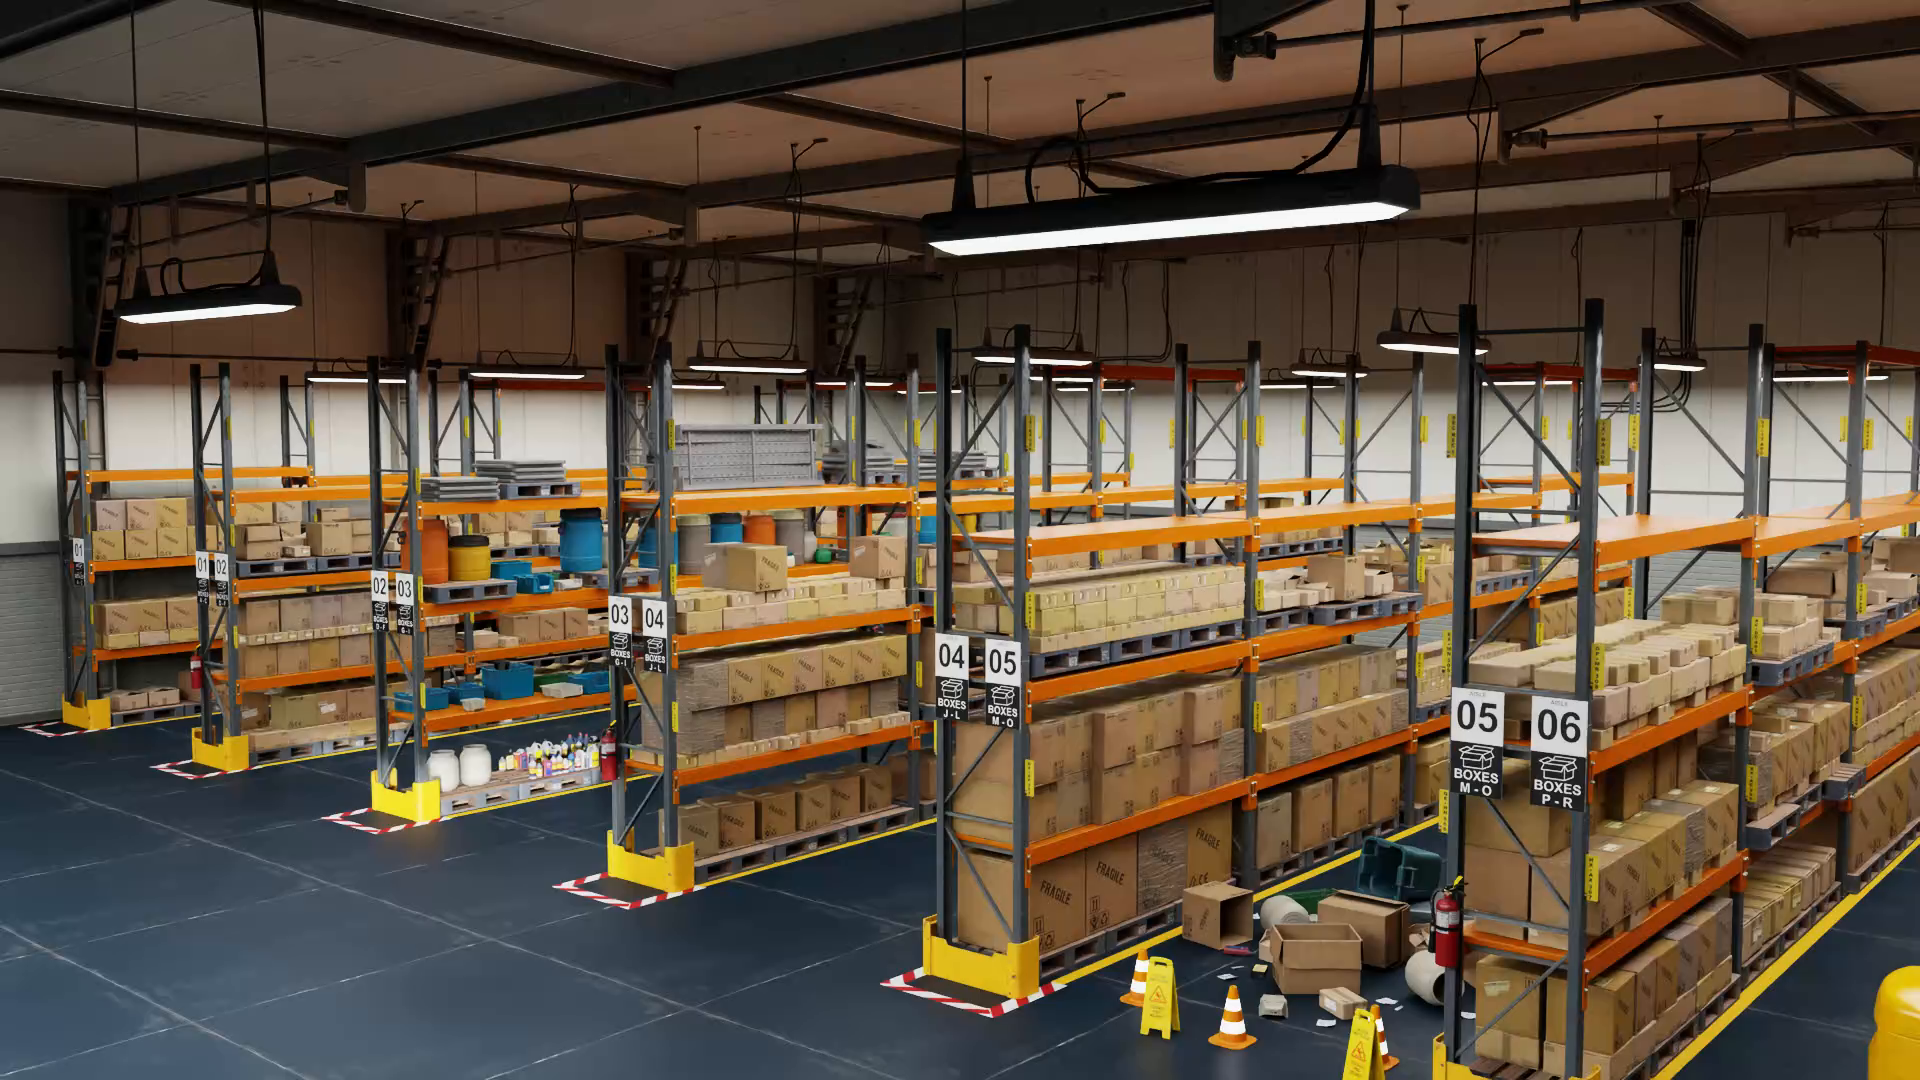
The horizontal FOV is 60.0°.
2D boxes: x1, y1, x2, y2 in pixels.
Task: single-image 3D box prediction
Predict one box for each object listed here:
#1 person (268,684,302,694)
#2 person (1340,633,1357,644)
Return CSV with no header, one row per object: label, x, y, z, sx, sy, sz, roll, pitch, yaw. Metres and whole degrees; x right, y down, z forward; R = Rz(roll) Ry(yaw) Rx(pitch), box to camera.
person,-11.084,2.351,27.368,0.576,1.692,0.327,-3,5,-38
person,8.024,1.868,34.689,0.417,1.568,0.479,-1,4,-20
